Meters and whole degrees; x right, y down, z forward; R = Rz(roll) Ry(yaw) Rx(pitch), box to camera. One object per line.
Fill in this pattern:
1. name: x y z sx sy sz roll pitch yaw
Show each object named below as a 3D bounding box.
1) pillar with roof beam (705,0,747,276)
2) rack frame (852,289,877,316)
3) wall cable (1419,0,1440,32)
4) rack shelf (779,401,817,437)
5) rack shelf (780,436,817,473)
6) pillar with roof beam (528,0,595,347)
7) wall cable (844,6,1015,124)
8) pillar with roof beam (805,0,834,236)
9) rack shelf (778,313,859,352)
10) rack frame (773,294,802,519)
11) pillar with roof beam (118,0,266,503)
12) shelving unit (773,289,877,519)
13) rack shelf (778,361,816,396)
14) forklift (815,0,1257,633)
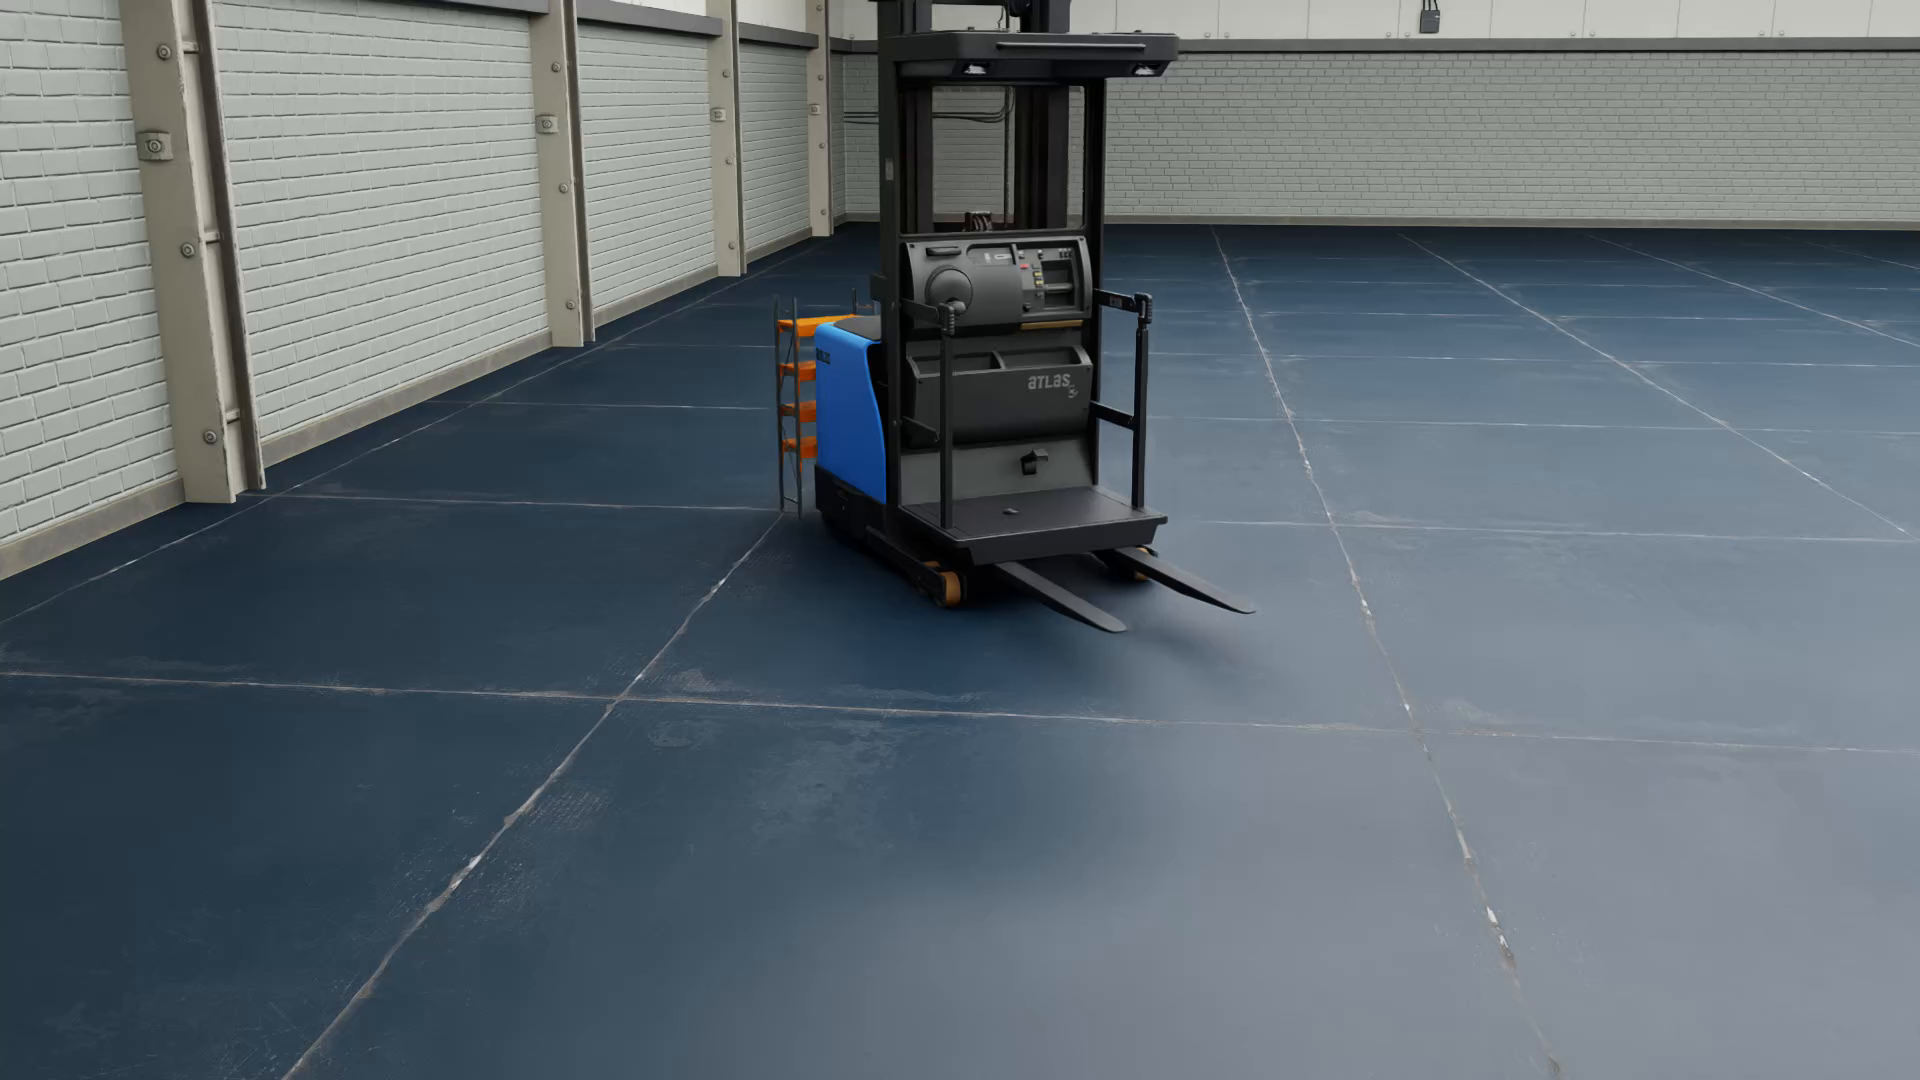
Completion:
1. pillar with roof beam: 1.366 -7.594 19.505 9.100 9.000 0.400 2 15 6
2. rack frame: -0.524 -0.788 9.277 0.015 1.200 0.240 -10 18 -32
3. wall cable: 8.843 -11.360 26.918 2.305 6.003 0.169 2 15 6
4. rack shelf: -0.728 -0.689 9.166 0.480 0.148 0.258 -10 18 -32
5. rack shelf: -0.728 -0.497 9.217 0.480 0.148 0.258 -10 18 -32
6. pillar with roof beam: 0.689 -6.037 13.750 9.100 9.000 0.400 2 15 6
7. wall cable: -0.588 -8.503 28.816 3.097 2.526 0.112 2 15 6
8. pillar with roof beam: 2.043 -9.150 25.260 9.100 9.000 0.400 2 15 6
9. rack shelf: -0.729 -1.134 9.048 0.480 0.148 0.258 -10 18 -32
10. rack frame: -0.933 -0.719 9.021 0.015 1.200 0.240 -10 18 -32
11. pillar with roof beam: 0.012 -4.481 7.995 9.100 9.000 0.400 2 15 6
12. shelving unit: -0.729 -0.754 9.149 0.503 1.200 0.258 -10 18 -32
13. rack shelf: -0.729 -0.905 9.109 0.480 0.148 0.258 -10 18 -32
14. forklift: 0.280 -1.237 7.620 1.130 2.935 3.031 -7 17 -23
